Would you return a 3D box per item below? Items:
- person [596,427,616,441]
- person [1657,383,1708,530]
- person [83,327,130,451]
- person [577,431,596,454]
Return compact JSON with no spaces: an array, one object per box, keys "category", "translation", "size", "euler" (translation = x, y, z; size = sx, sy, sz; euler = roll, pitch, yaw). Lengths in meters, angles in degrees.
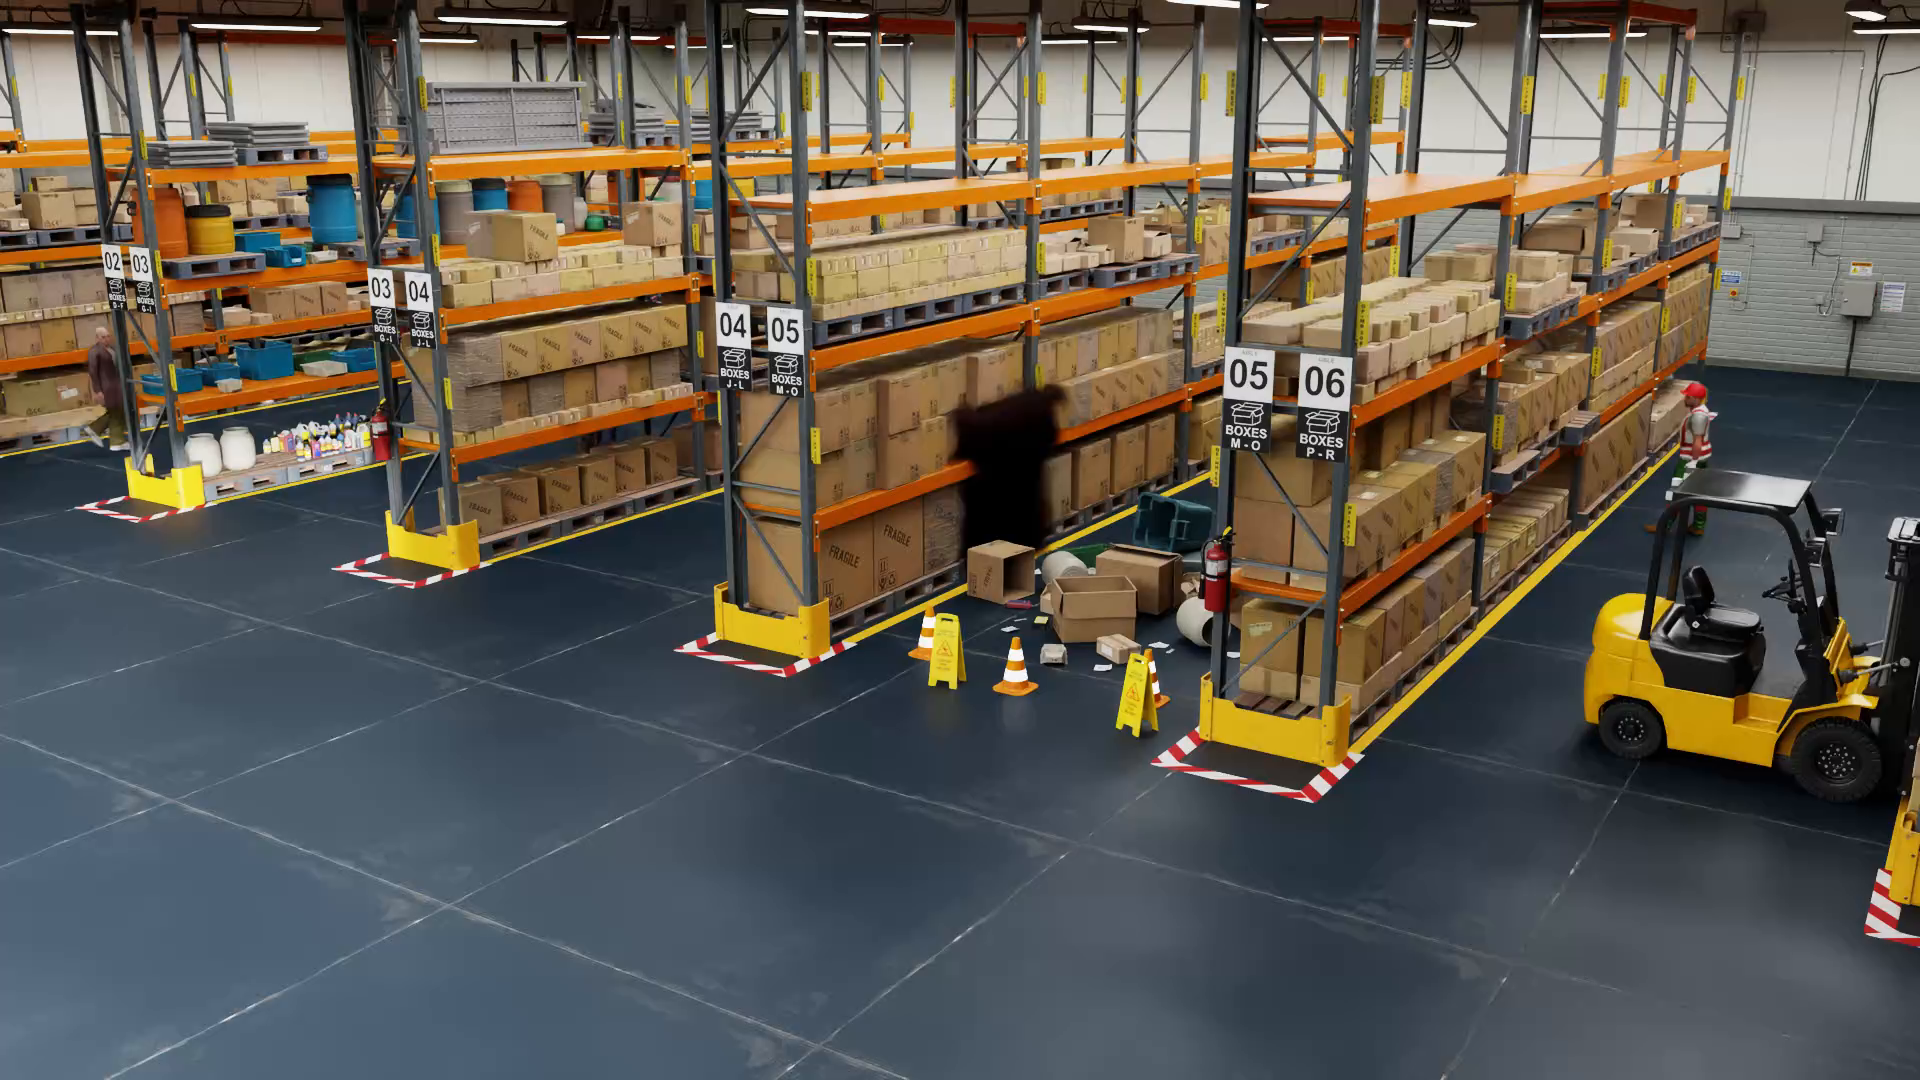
[{"category":"person","translation":[-5.139,-2.201,23.944],"size":[0.499,1.583,0.350],"euler":[-1,16,-2]},{"category":"person","translation":[8.492,-0.969,19.303],"size":[0.463,1.728,0.603],"euler":[15,21,42]},{"category":"person","translation":[-12.123,-2.145,23.573],"size":[0.664,1.768,0.544],"euler":[-7,17,-25]},{"category":"person","translation":[-4.989,-1.759,22.177],"size":[0.376,1.669,0.586],"euler":[5,16,17]}]
